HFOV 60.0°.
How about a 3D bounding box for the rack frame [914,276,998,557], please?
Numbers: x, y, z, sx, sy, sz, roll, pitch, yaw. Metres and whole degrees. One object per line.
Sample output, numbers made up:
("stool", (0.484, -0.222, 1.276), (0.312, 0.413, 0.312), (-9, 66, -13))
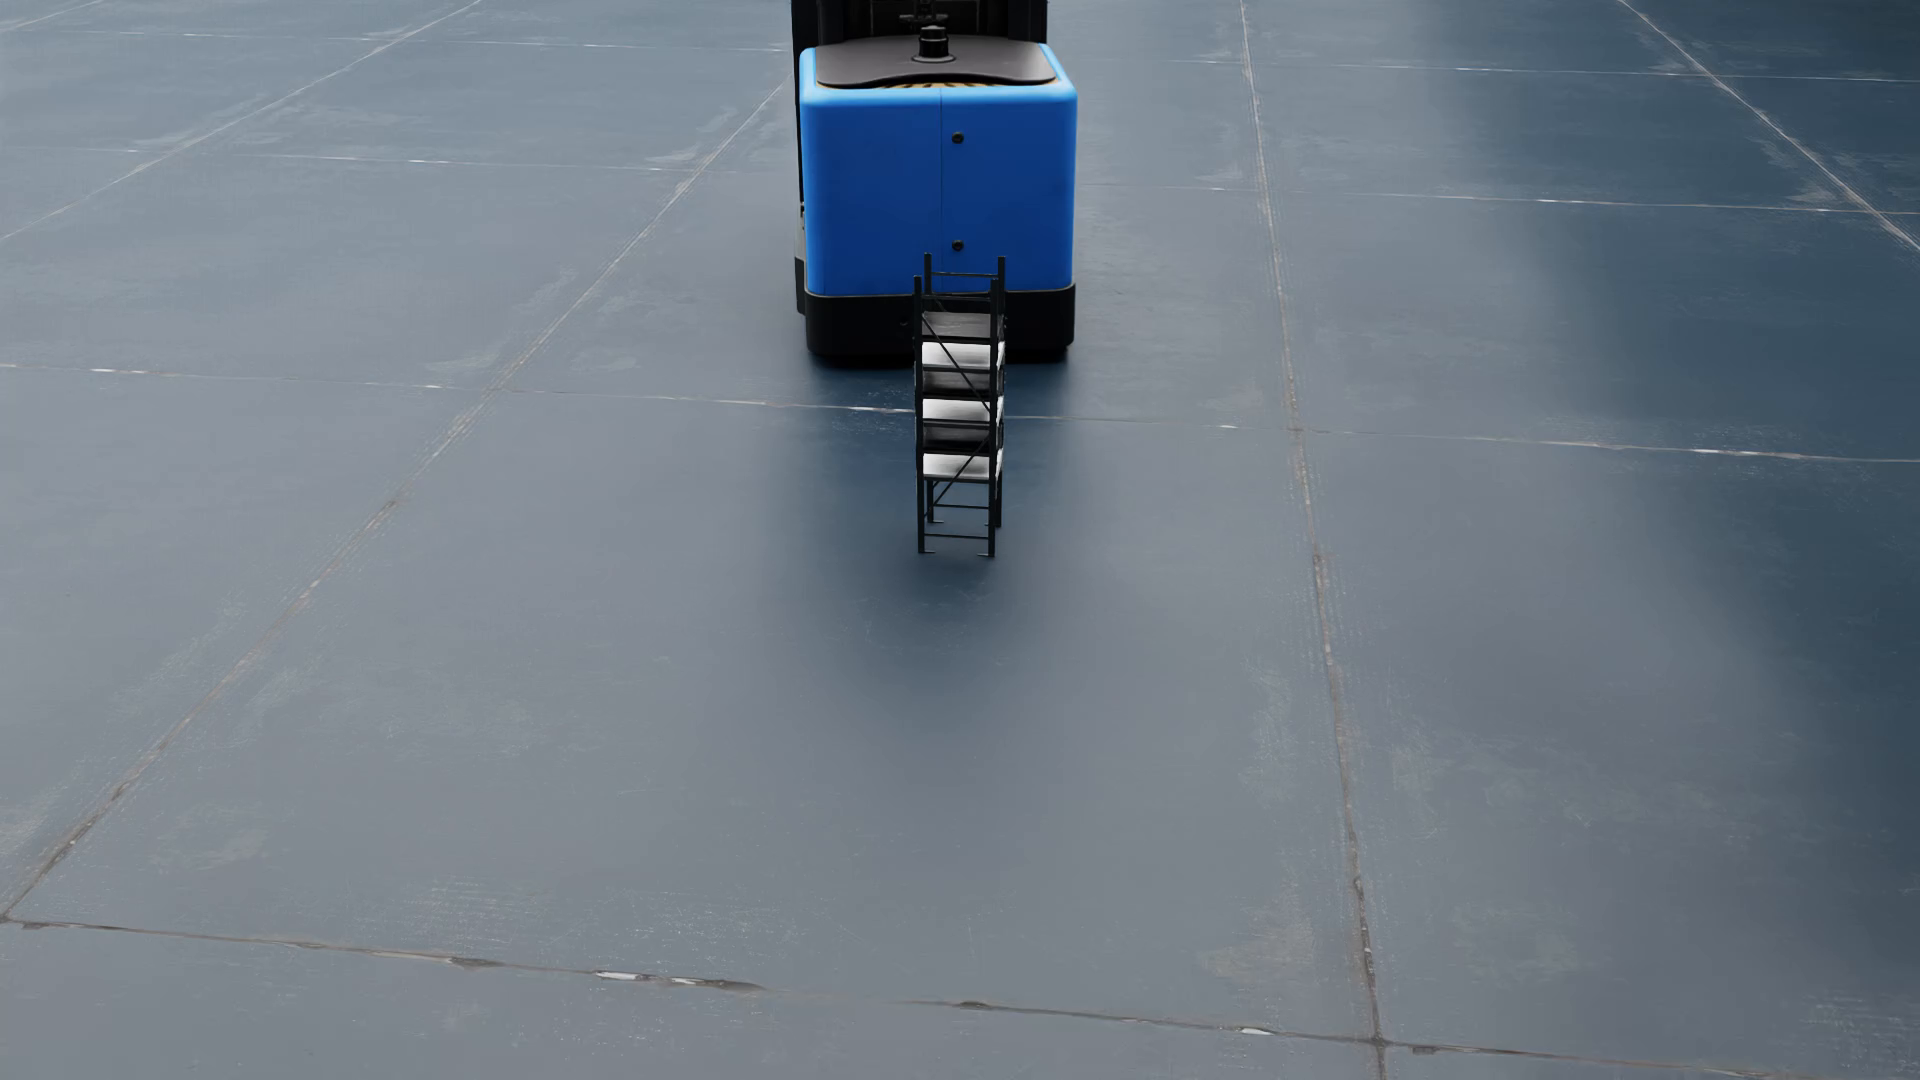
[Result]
("rack frame", (-0.011, -0.352, 4.955), (0.240, 0.900, 0.006), (3, 28, 6))

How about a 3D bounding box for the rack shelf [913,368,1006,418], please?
("rack shelf", (0.001, -0.450, 5.017), (0.258, 0.077, 0.200), (3, 28, 6))

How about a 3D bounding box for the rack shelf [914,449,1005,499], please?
("rack shelf", (0.001, -0.212, 5.145), (0.258, 0.077, 0.200), (3, 28, 6))

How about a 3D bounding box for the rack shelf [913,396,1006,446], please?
("rack shelf", (0.001, -0.371, 5.059), (0.258, 0.077, 0.200), (3, 28, 6))

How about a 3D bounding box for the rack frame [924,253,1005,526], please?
("rack frame", (0.013, -0.448, 5.132), (0.240, 0.900, 0.006), (3, 28, 6))

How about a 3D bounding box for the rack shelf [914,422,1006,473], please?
("rack shelf", (0.001, -0.291, 5.102), (0.258, 0.077, 0.200), (3, 28, 6))

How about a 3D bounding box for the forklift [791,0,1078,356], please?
("forklift", (-0.195, -2.669, 7.114), (1.130, 2.935, 3.031), (-2, 28, -4))

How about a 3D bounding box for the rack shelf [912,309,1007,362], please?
("rack shelf", (0.001, -0.608, 4.931), (0.258, 0.077, 0.200), (3, 28, 6))

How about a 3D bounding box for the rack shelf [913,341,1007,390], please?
("rack shelf", (0.001, -0.529, 4.974), (0.258, 0.077, 0.200), (3, 28, 6))

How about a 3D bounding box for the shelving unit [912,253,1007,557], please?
("shelving unit", (0.001, -0.400, 5.044), (0.258, 0.900, 0.210), (3, 28, 6))
